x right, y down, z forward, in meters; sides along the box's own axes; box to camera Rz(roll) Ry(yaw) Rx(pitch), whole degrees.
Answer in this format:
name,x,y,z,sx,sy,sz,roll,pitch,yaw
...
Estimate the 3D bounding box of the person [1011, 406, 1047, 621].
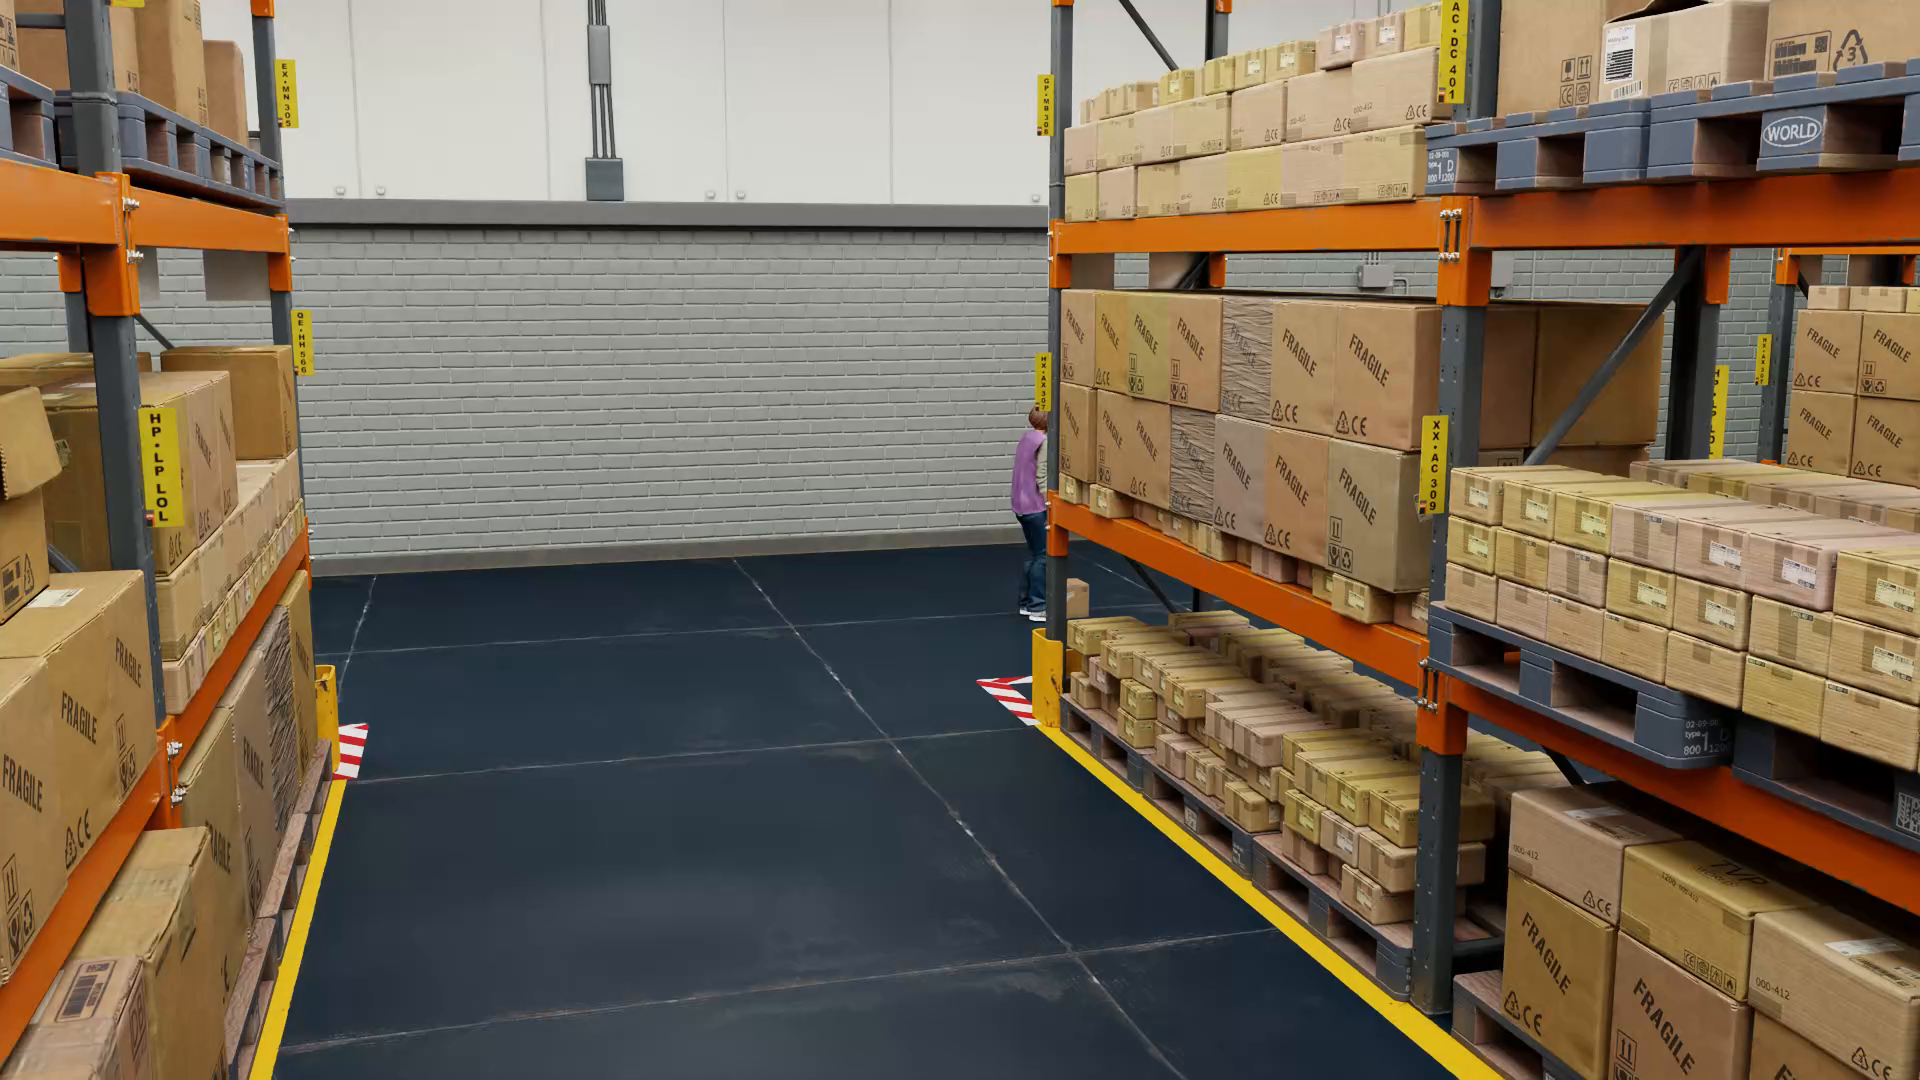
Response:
name,x,y,z,sx,sy,sz,roll,pitch,yaw
person,0.564,-0.209,12.199,0.345,1.582,0.485,-3,10,-19
